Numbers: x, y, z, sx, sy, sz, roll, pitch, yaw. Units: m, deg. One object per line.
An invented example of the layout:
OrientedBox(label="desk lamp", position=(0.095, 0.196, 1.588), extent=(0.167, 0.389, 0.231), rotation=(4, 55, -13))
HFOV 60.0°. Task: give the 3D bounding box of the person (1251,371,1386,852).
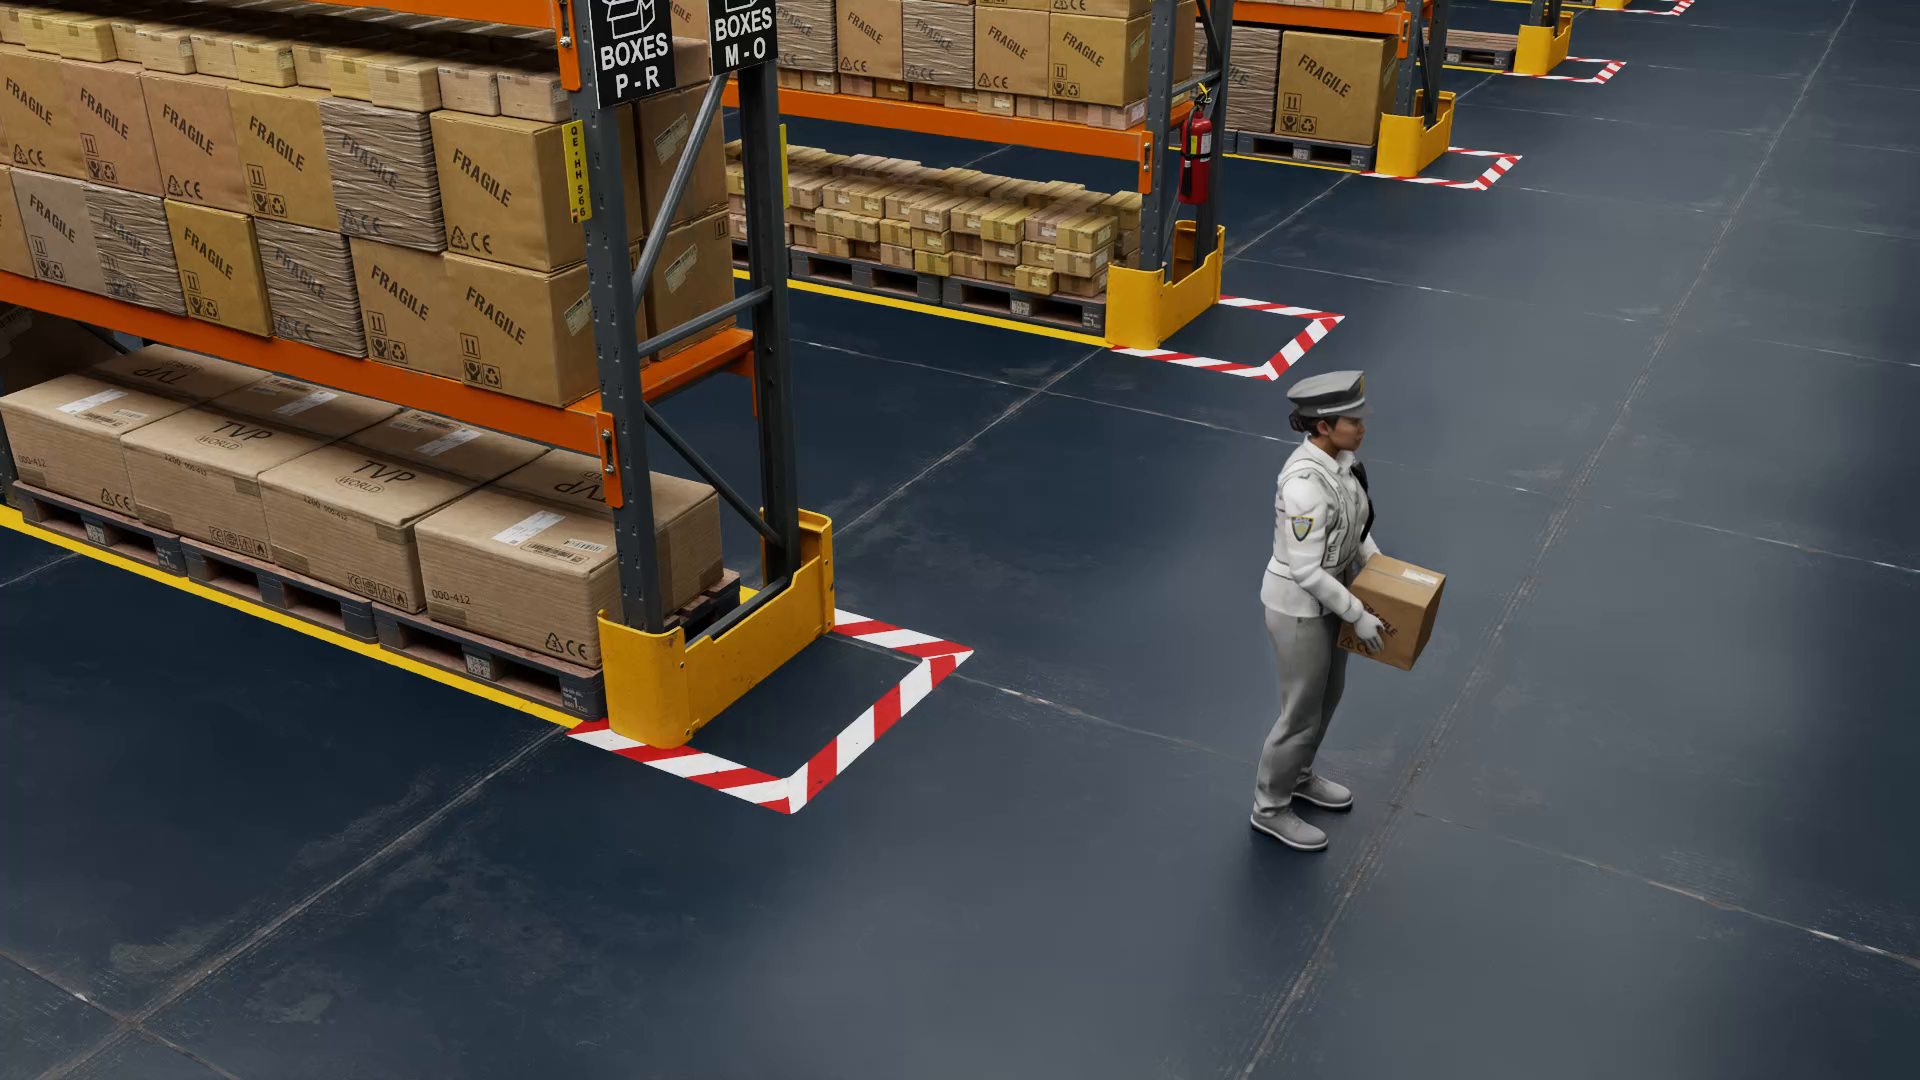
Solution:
OrientedBox(label="person", position=(1.256, 0.234, 5.617), extent=(0.464, 1.690, 0.494), rotation=(14, 30, 26))
